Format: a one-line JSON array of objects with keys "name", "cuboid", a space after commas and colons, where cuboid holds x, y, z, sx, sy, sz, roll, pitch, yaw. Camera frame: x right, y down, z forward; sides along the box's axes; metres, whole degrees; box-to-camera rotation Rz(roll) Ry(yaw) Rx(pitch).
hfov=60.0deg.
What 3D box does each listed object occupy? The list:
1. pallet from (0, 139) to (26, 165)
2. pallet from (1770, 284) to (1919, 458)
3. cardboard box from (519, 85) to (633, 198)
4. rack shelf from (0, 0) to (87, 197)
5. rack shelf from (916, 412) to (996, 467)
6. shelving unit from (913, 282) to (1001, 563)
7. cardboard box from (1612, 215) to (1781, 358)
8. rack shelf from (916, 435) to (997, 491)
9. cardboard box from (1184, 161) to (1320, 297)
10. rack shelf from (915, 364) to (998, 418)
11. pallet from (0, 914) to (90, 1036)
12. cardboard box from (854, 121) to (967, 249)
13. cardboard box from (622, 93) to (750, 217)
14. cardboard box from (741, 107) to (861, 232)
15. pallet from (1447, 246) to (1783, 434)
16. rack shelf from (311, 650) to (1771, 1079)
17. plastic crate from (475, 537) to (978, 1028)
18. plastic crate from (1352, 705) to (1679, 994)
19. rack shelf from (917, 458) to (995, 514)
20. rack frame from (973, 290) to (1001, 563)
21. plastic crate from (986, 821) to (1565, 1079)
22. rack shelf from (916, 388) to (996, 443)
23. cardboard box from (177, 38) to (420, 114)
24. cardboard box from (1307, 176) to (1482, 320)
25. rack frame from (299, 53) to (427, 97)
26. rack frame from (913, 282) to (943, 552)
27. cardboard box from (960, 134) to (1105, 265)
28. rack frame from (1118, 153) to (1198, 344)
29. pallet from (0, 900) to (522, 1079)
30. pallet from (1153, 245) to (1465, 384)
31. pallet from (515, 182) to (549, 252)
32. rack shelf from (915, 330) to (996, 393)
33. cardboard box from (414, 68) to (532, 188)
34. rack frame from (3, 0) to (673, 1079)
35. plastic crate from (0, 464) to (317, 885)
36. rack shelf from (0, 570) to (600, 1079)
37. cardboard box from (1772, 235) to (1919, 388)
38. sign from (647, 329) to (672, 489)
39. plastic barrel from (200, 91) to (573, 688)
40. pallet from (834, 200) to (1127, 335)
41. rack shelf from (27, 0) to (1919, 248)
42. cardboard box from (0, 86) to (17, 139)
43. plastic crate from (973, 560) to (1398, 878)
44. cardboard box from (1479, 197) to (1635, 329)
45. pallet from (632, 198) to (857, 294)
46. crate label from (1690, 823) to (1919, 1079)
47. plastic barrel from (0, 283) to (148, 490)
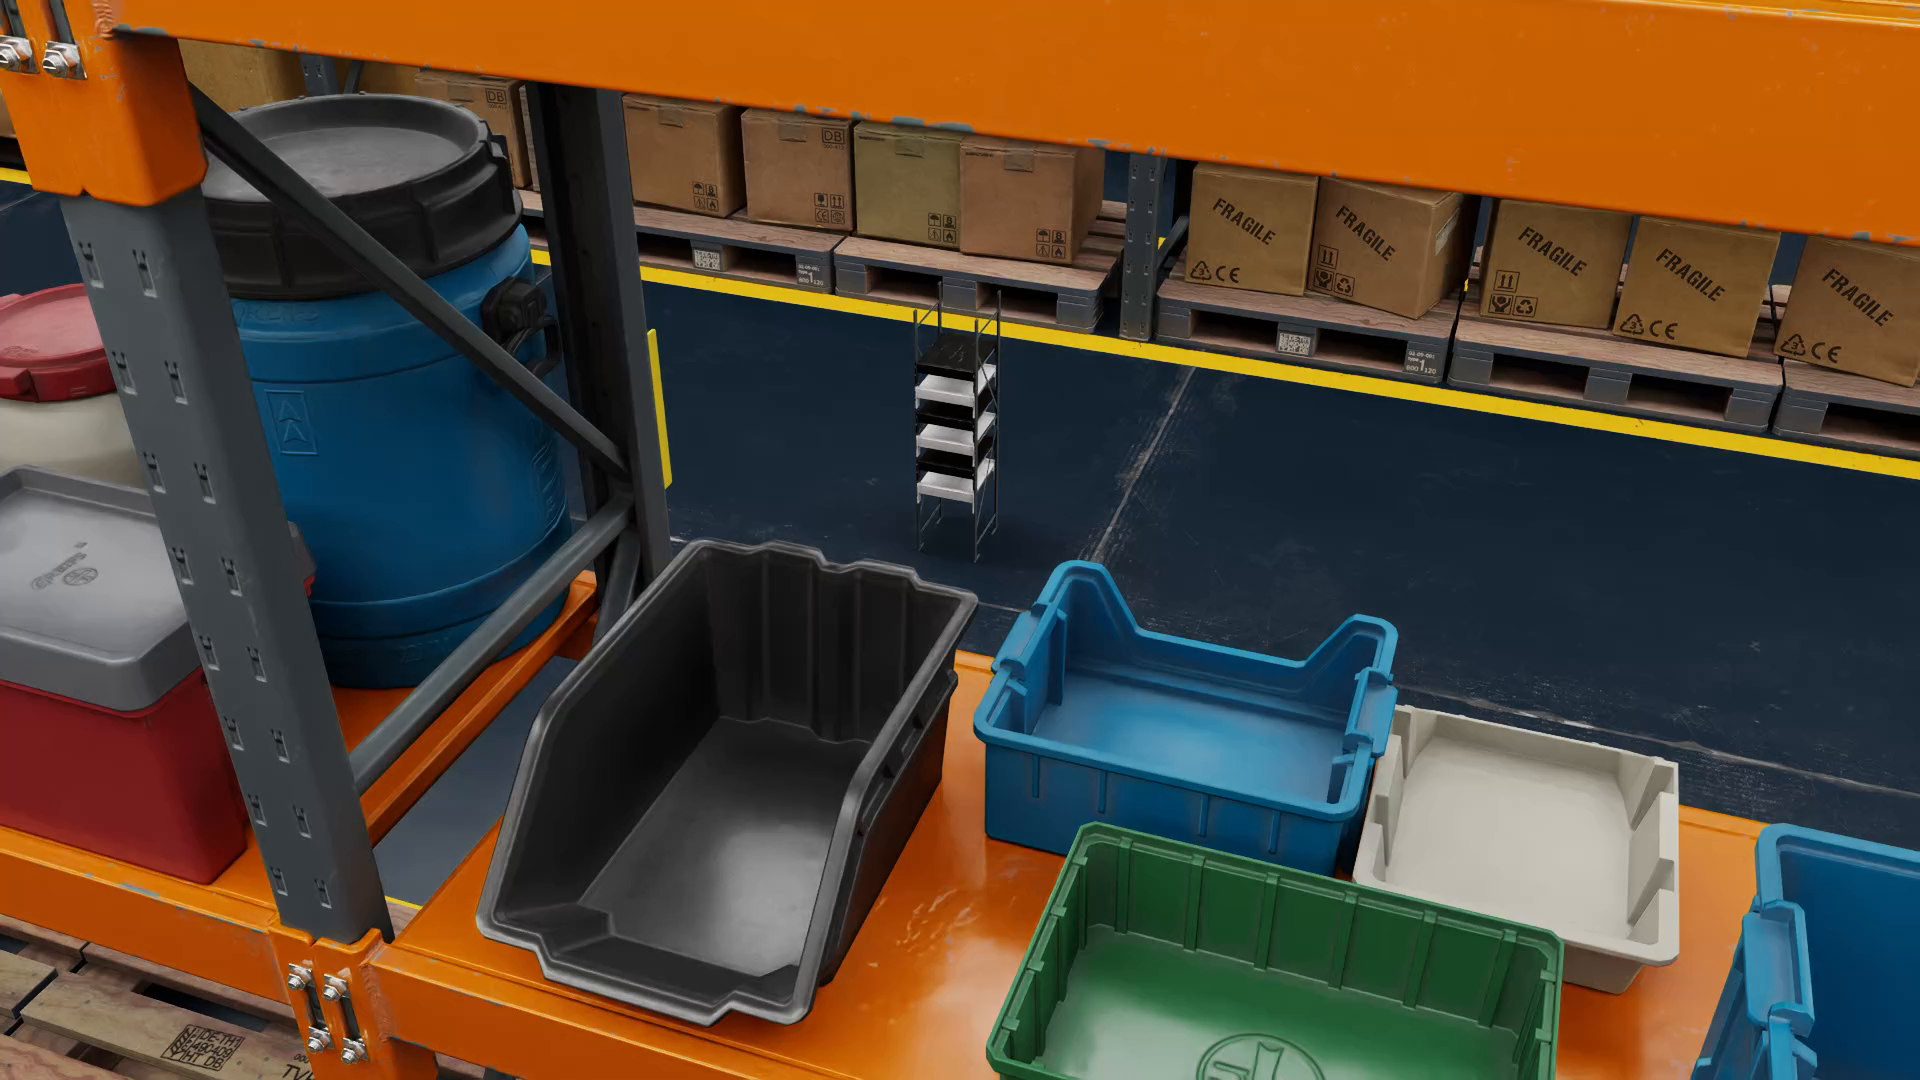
[{"name": "pallet", "cuboid": [-4.725, -2.324, 9.155, 1.213, 0.211, 1.003, 11, 34, 16]}, {"name": "pallet", "cuboid": [3.843, -0.634, 6.537, 1.213, 0.211, 1.003, 11, 34, 16]}, {"name": "cardboard box", "cuboid": [-1.700, -2.016, 8.006, 0.500, 0.500, 0.700, 8, 34, 12]}, {"name": "rack shelf", "cuboid": [-2.652, -1.152, 2.666, 4.000, 0.370, 1.077, 11, 34, 16]}, {"name": "rack shelf", "cuboid": [-0.008, -0.352, 5.526, 0.200, 0.077, 0.258, 11, 34, 16]}, {"name": "shelving unit", "cuboid": [-0.008, -0.380, 5.508, 0.210, 0.900, 0.258, 11, 34, 16]}, {"name": "cardboard box", "cuboid": [2.928, -1.090, 6.590, 0.500, 0.500, 0.500, 14, 35, 21]}, {"name": "rack shelf", "cuboid": [-0.008, -0.276, 5.575, 0.200, 0.077, 0.258, 11, 34, 16]}, {"name": "cardboard box", "cuboid": [1.265, -1.389, 7.054, 0.500, 0.500, 0.500, 10, 34, 15]}, {"name": "rack shelf", "cuboid": [-0.008, -0.503, 5.429, 0.200, 0.077, 0.258, 11, 34, 16]}, {"name": "pallet", "cuboid": [-2.674, 0.997, 4.010, 1.213, 0.211, 1.003, 11, 34, 16]}, {"name": "cardboard box", "cuboid": [-0.112, -1.712, 7.535, 0.500, 0.500, 0.700, 11, 34, 16]}, {"name": "cardboard box", "cuboid": [-1.164, -1.916, 7.851, 0.500, 0.500, 0.700, 14, 35, 20]}, {"name": "cardboard box", "cuboid": [-0.638, -1.814, 7.693, 0.500, 0.500, 0.700, 8, 34, 12]}, {"name": "pallet", "cuboid": [2.698, -0.858, 6.884, 1.213, 0.211, 1.003, 11, 34, 16]}, {"name": "rack shelf", "cuboid": [1.114, 0.840, 2.346, 4.000, 0.370, 1.077, 11, 34, 16]}, {"name": "plastic crate", "cuboid": [-0.319, 0.359, 2.486, 0.504, 0.338, 0.767, 11, 34, 16]}, {"name": "plastic crate", "cuboid": [0.845, 0.451, 2.529, 0.437, 0.136, 0.530, 11, 34, 16]}, {"name": "rack shelf", "cuboid": [-0.008, -0.200, 5.624, 0.200, 0.077, 0.258, 11, 34, 16]}, {"name": "rack frame", "cuboid": [0.088, -0.361, 5.479, 0.006, 0.900, 0.240, 11, 34, 16]}, {"name": "plastic crate", "cuboid": [0.413, 0.654, 2.167, 0.662, 0.188, 0.450, 11, 34, 16]}, {"name": "rack shelf", "cuboid": [-0.008, -0.427, 5.477, 0.200, 0.077, 0.258, 11, 34, 16]}, {"name": "cardboard box", "cuboid": [-3.506, -2.510, 8.443, 0.875, 0.875, 1.225, 9, 34, 14]}, {"name": "cardboard box", "cuboid": [1.807, -1.289, 6.898, 0.500, 0.500, 0.500, 23, 39, 31]}, {"name": "rack frame", "cuboid": [-2.864, -3.089, 7.769, 0.127, 3.000, 1.000, 11, 34, 16]}, {"name": "rack frame", "cuboid": [-0.103, -0.398, 5.537, 0.006, 0.900, 0.240, 11, 34, 16]}, {"name": "cardboard box", "cuboid": [0.331, -1.615, 7.385, 0.500, 0.500, 0.700, 8, 34, 13]}, {"name": "rack frame", "cuboid": [0.902, -2.357, 6.635, 0.127, 3.000, 1.000, 11, 34, 16]}, {"name": "pallet", "cuboid": [-1.522, 1.220, 3.666, 1.213, 0.211, 1.003, 11, 34, 16]}, {"name": "pallet", "cuboid": [1.546, -1.080, 7.229, 1.213, 0.211, 1.003, 11, 34, 16]}, {"name": "pallet", "cuboid": [-2.129, -1.774, 8.302, 1.213, 0.211, 1.003, 11, 34, 16]}, {"name": "rack shelf", "cuboid": [-0.008, -0.578, 5.380, 0.200, 0.077, 0.258, 11, 34, 16]}, {"name": "cardboard box", "cuboid": [-2.226, -2.111, 8.153, 0.500, 0.500, 0.700, 9, 34, 14]}, {"name": "rack frame", "cuboid": [-0.769, 0.172, 2.718, 0.127, 3.000, 1.000, 11, 34, 16]}, {"name": "plastic crate", "cuboid": [-1.328, 0.213, 2.596, 0.583, 0.464, 0.402, 11, 34, 16]}, {"name": "rack shelf", "cuboid": [-2.652, 0.108, 3.480, 4.000, 0.370, 1.077, 11, 34, 16]}, {"name": "cardboard box", "cuboid": [3.511, -0.966, 6.398, 0.500, 0.500, 0.500, 21, 38, 29]}, {"name": "sign", "cuboid": [-0.573, -0.223, 3.075, 0.005, 0.325, 0.100, 11, 34, 16]}, {"name": "plastic barrel", "cuboid": [-1.031, -0.264, 2.931, 0.708, 0.901, 0.600, 11, 34, 16]}, {"name": "pallet", "cuboid": [0.168, -1.327, 7.611, 1.213, 0.211, 1.003, 11, 34, 16]}, {"name": "rack shelf", "cuboid": [1.114, -0.420, 1.532, 4.000, 0.370, 1.077, 11, 34, 16]}, {"name": "cardboard box", "cuboid": [-4.343, -2.677, 8.702, 0.875, 0.875, 1.225, 11, 34, 17]}, {"name": "plastic crate", "cuboid": [0.364, 0.299, 2.659, 0.616, 0.251, 0.499, 11, 34, 16]}, {"name": "cardboard box", "cuboid": [2.418, -1.215, 6.784, 0.500, 0.500, 0.500, 8, 34, 12]}, {"name": "pallet", "cuboid": [-0.984, -1.549, 7.955, 1.213, 0.211, 1.003, 11, 34, 16]}, {"name": "crate label", "cuboid": [1.172, 0.691, 1.882, 0.616, 0.435, 0.502, 11, 34, 16]}, {"name": "plastic barrel", "cuboid": [-1.596, -0.172, 3.126, 0.433, 0.535, 0.433, 0, 33, 0]}]
